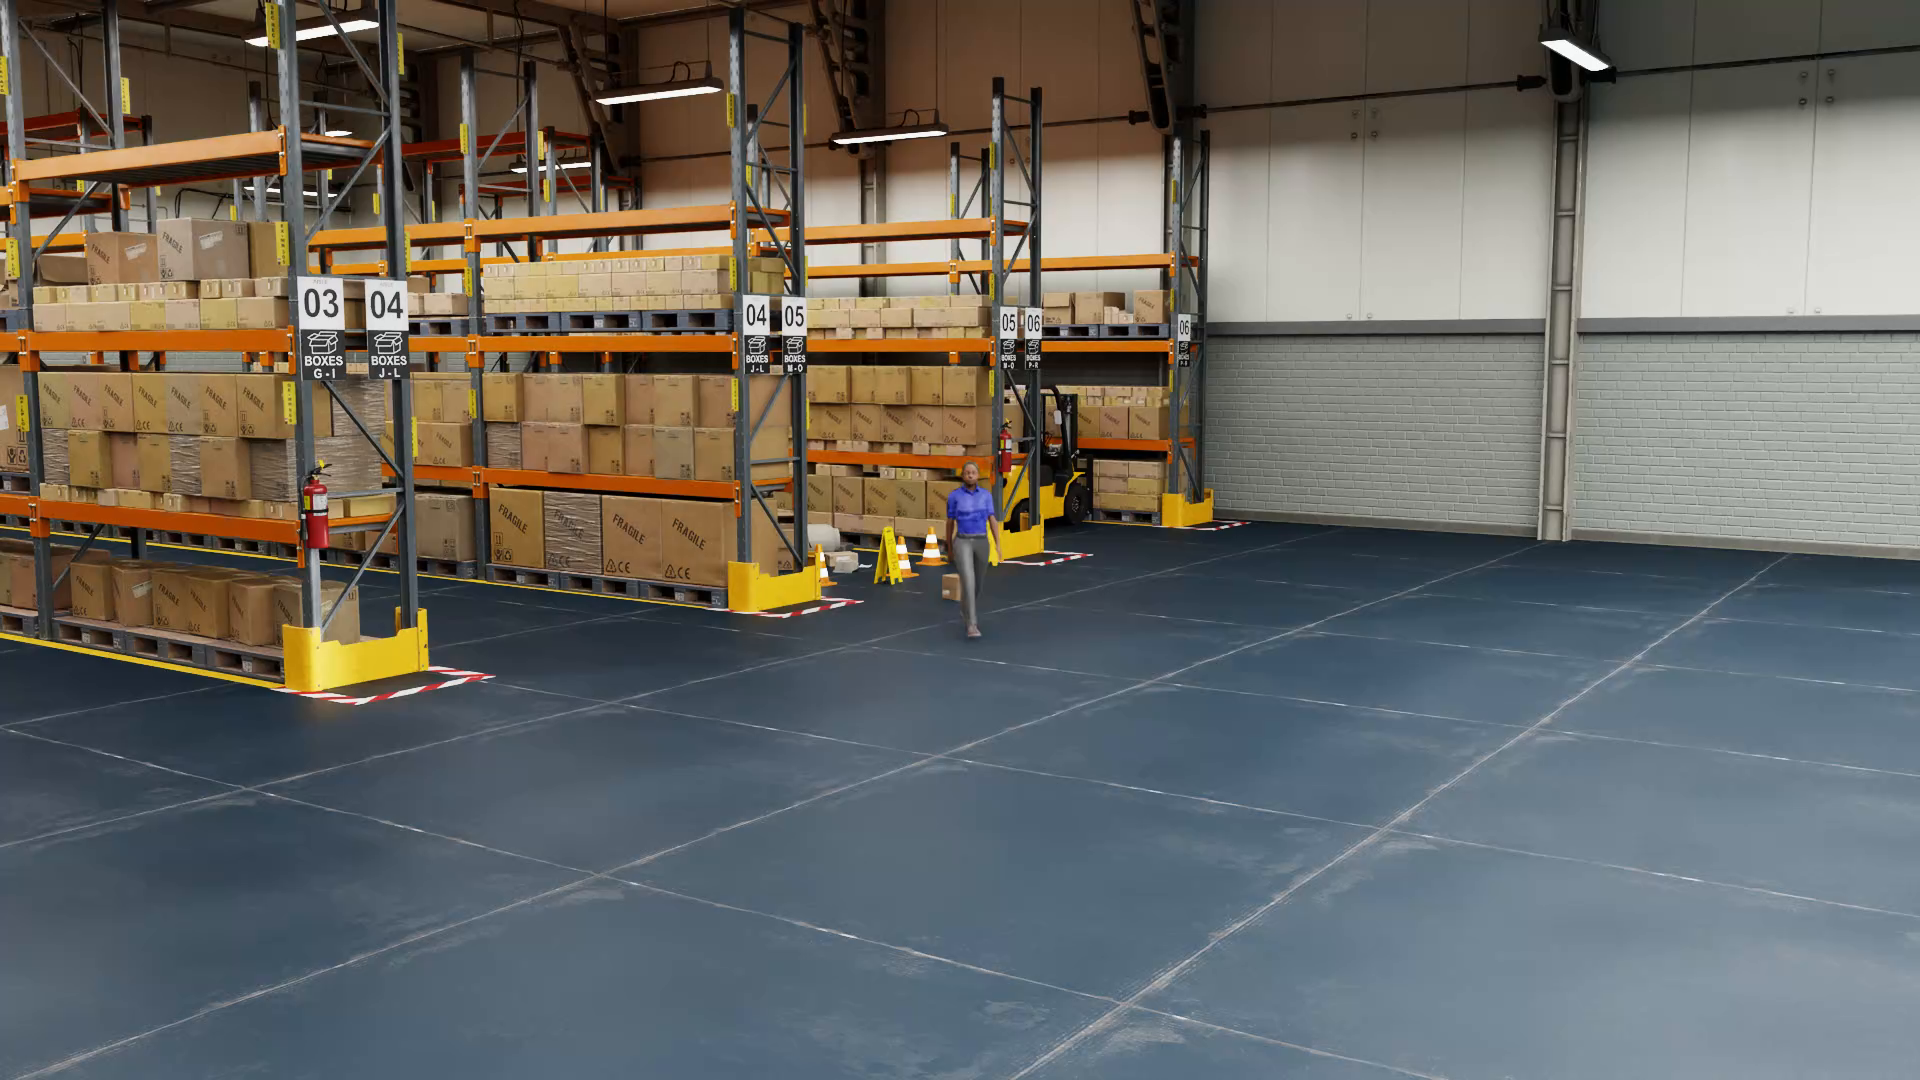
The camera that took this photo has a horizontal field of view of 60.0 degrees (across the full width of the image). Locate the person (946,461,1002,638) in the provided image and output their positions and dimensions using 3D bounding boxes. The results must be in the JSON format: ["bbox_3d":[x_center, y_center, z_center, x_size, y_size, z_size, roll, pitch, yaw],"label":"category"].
[{"bbox_3d":[0.114,0.067,15.496,0.447,1.579,1.036,-2,7,-18],"label":"person"}]
